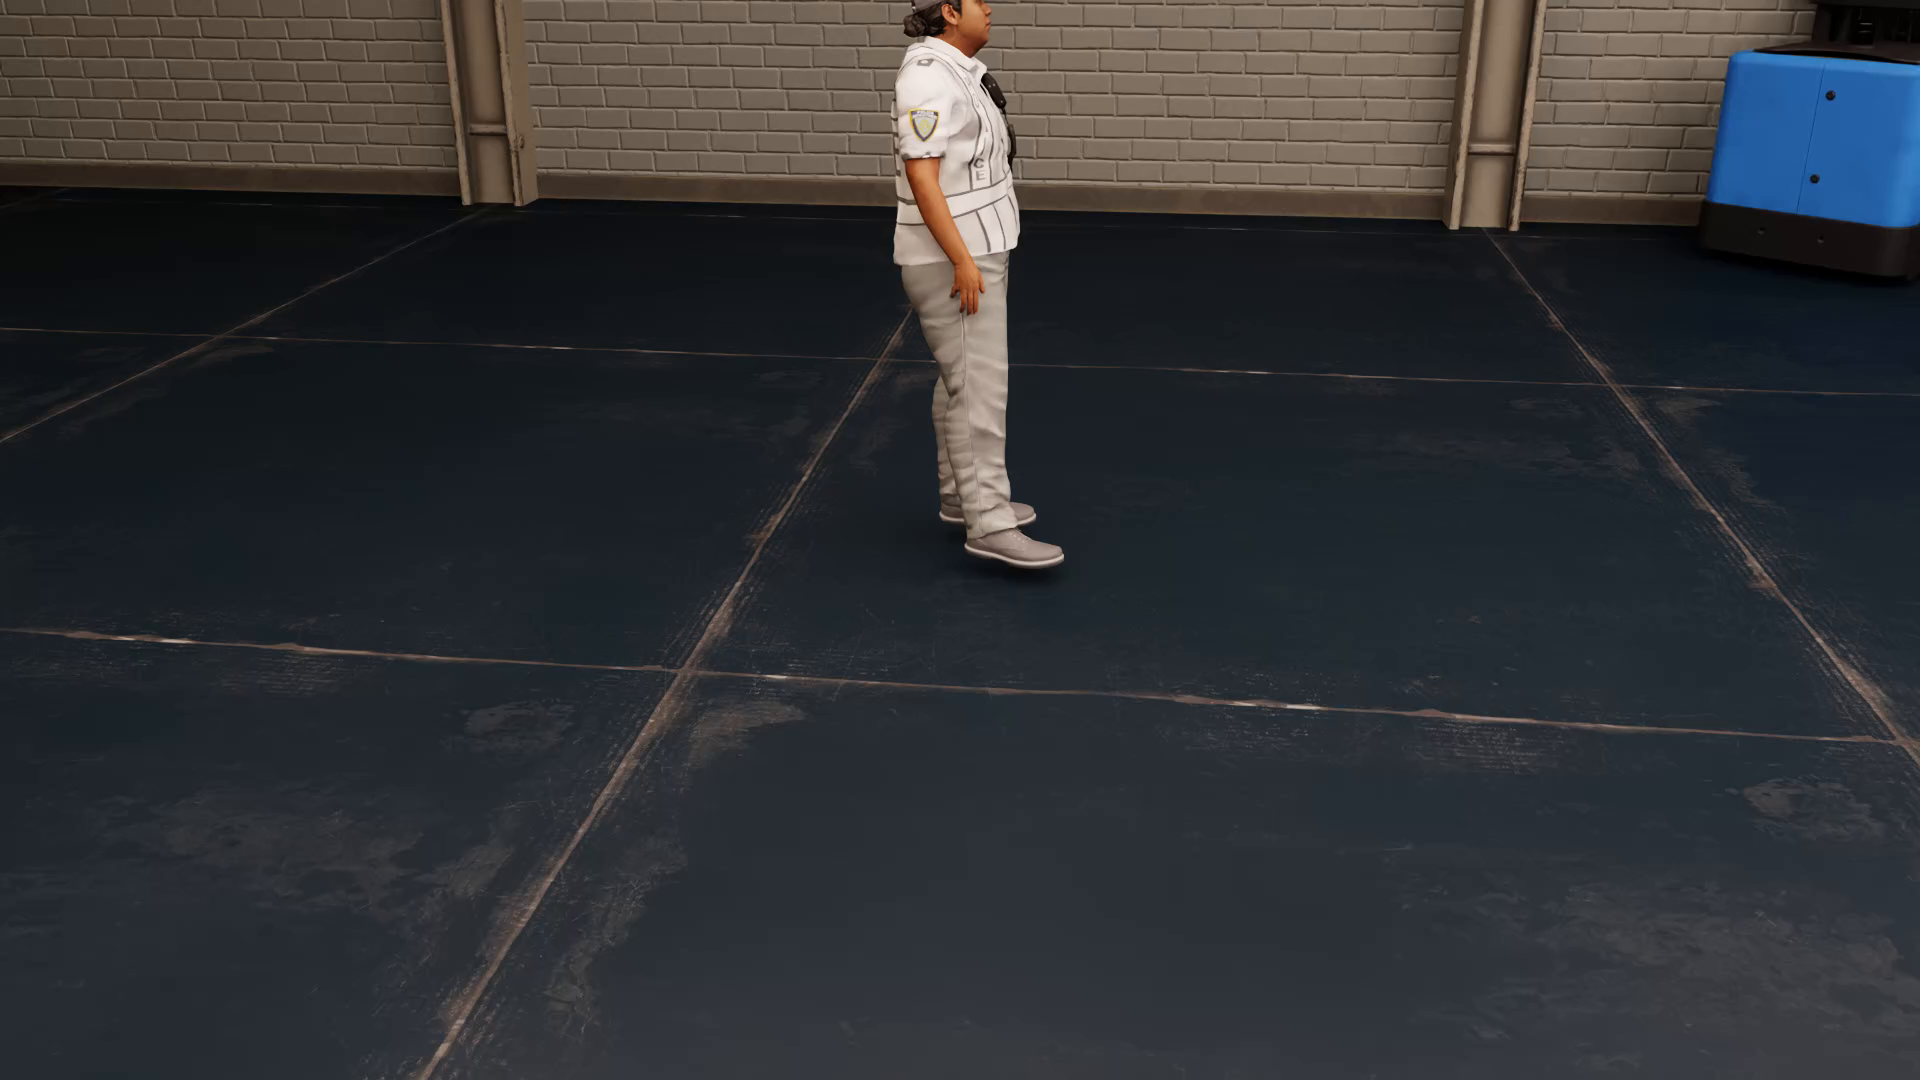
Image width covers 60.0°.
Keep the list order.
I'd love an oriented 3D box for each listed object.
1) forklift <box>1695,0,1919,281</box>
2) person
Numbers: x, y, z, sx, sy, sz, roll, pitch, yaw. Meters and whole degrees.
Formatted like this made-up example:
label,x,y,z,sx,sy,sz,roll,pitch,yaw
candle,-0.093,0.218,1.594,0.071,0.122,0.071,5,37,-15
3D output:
label,x,y,z,sx,sy,sz,roll,pitch,yaw
forklift,5.379,-3.098,8.948,3.031,2.935,1.130,-18,28,-38
person,0.073,-0.804,4.818,0.529,1.670,0.598,3,22,7
